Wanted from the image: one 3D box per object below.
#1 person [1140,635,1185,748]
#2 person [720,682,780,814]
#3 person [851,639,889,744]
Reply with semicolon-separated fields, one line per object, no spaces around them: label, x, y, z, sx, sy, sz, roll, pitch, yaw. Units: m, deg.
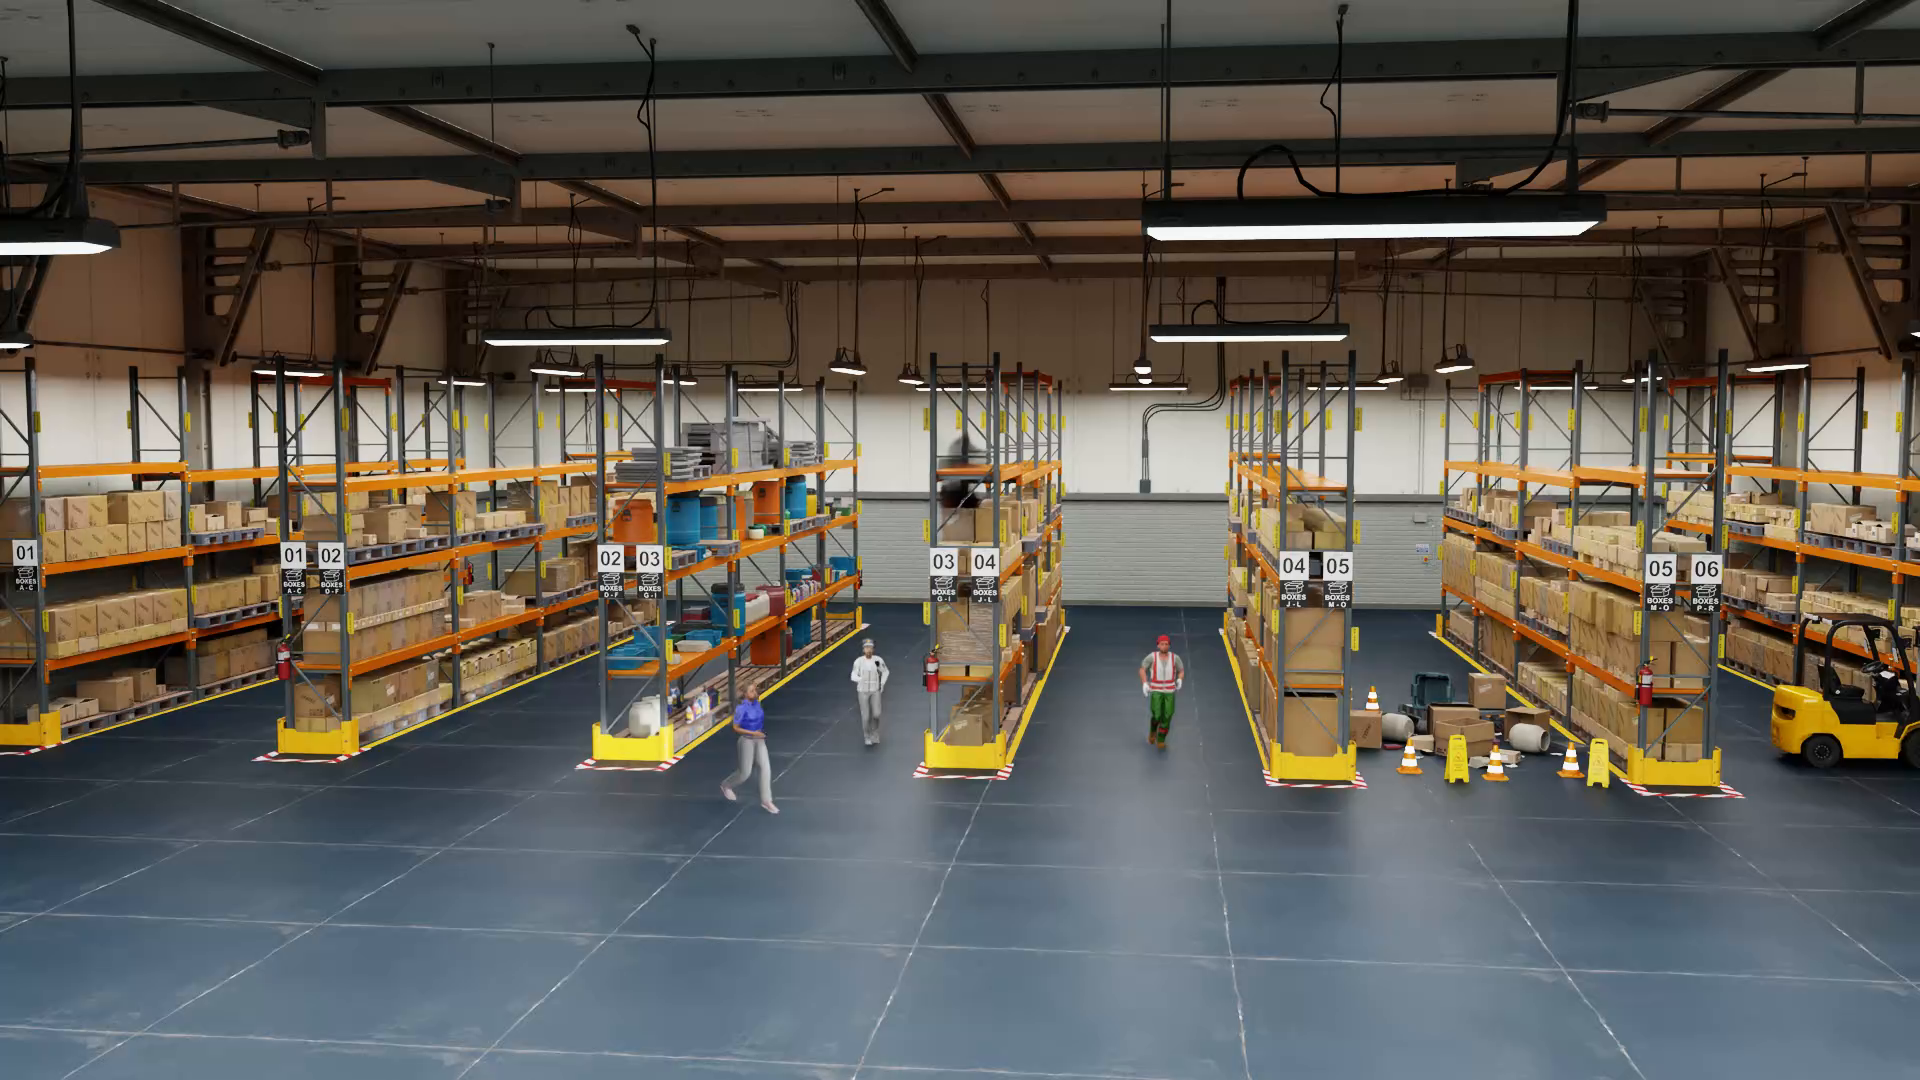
person;3.123;2.325;25.473;0.669;1.749;0.584;0;4;-4
person;-2.712;2.671;21.479;0.930;1.648;0.592;3;5;36
person;-1.382;2.348;25.663;0.591;1.651;0.599;0;4;-4
